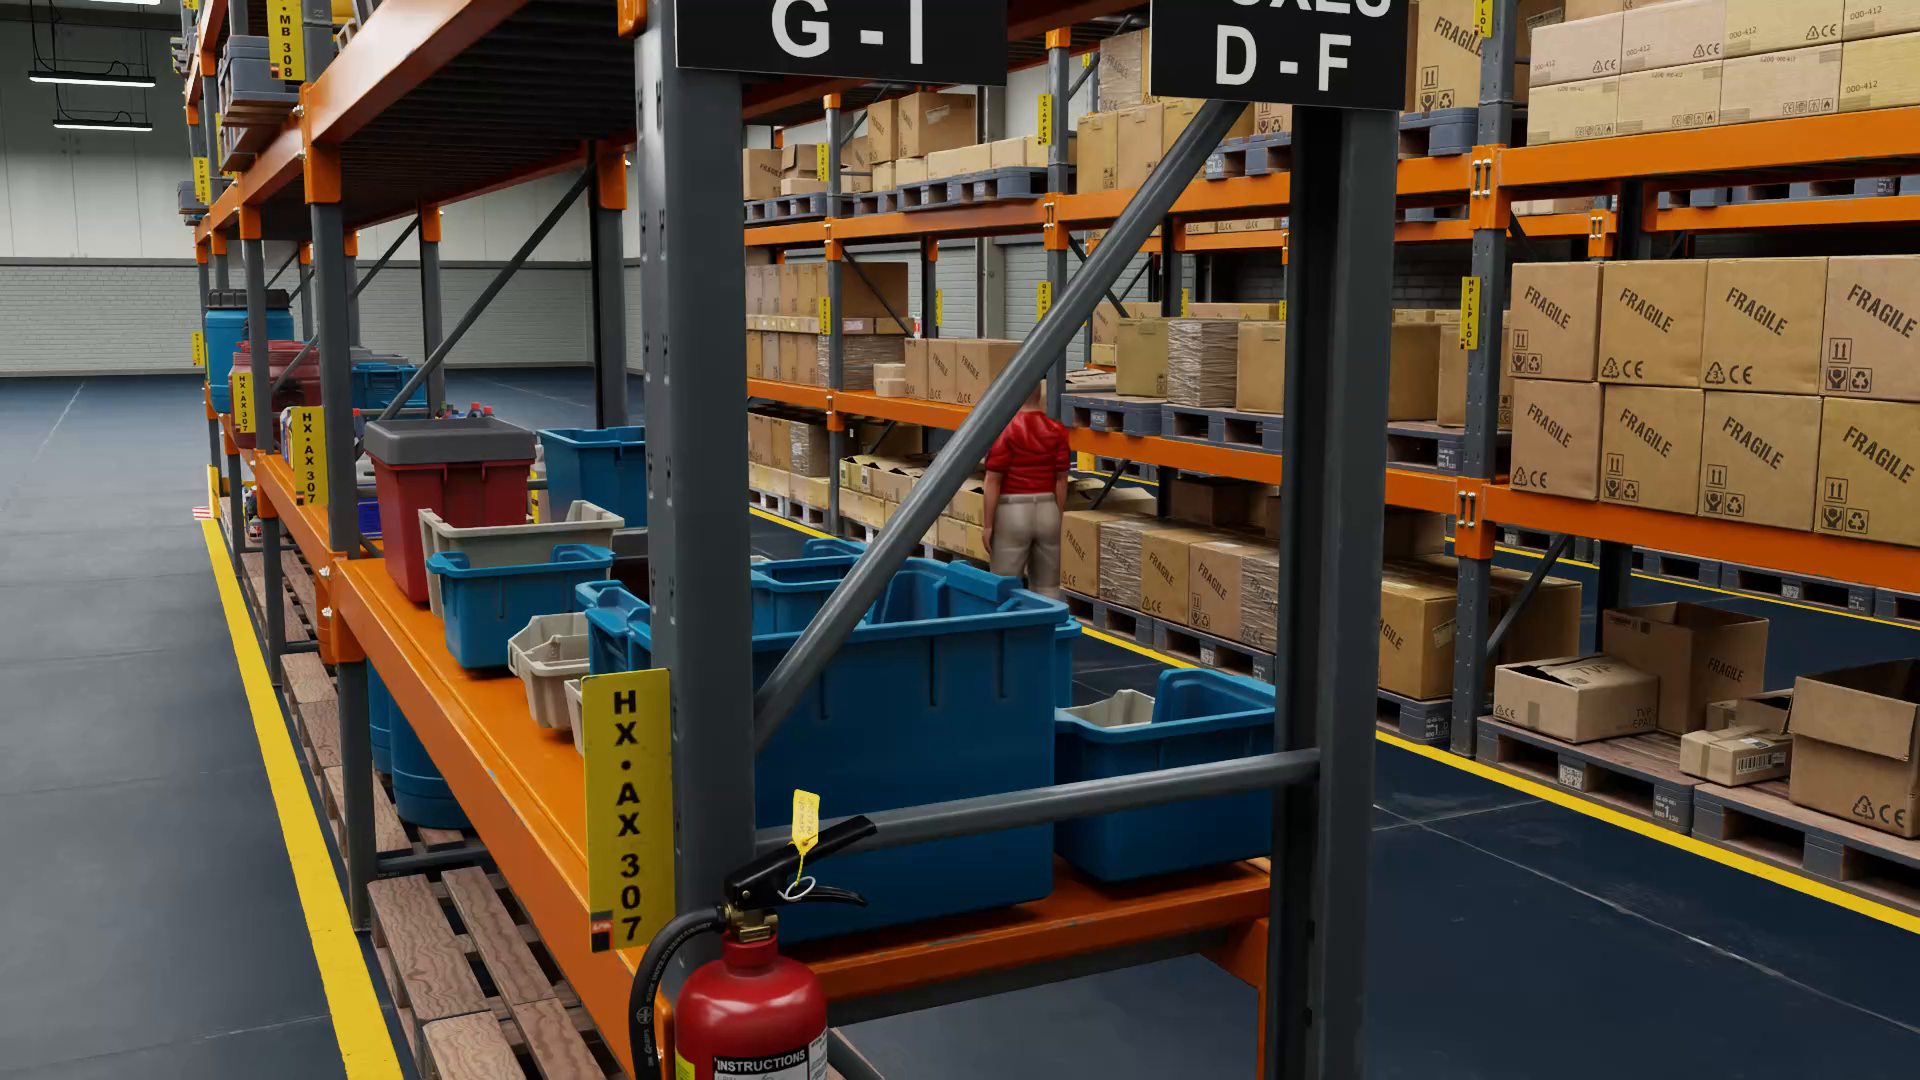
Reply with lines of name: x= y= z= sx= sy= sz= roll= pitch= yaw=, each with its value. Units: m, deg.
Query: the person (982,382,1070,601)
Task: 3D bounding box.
person: x=0.352 y=-0.082 z=9.466 sx=0.528 sy=1.727 sz=0.362 roll=-4 pitch=9 yaw=-24
